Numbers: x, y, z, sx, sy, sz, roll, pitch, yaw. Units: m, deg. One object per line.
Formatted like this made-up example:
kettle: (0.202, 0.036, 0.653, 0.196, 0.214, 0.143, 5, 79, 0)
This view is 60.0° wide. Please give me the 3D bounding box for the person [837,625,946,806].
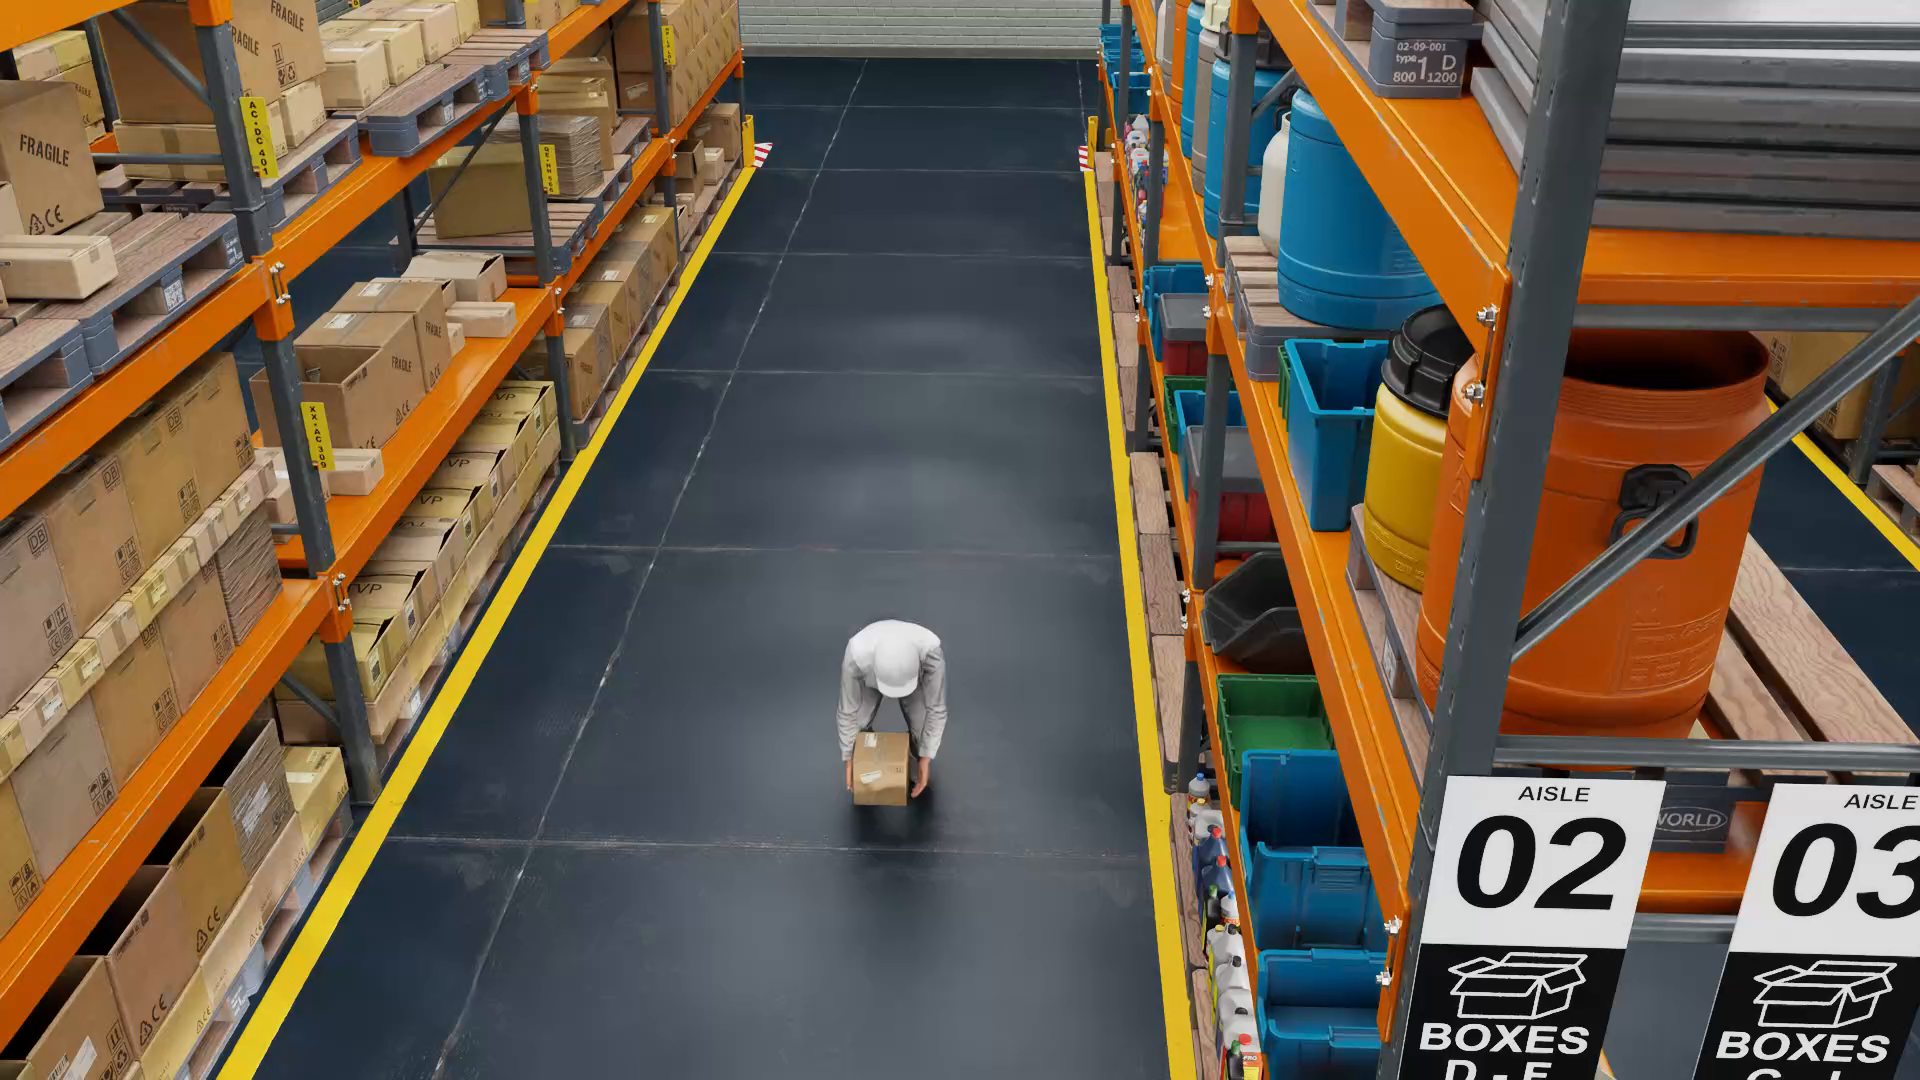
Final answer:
person: (-0.327, 0.772, 8.177, 0.530, 1.019, 0.870, 1, 28, 2)
